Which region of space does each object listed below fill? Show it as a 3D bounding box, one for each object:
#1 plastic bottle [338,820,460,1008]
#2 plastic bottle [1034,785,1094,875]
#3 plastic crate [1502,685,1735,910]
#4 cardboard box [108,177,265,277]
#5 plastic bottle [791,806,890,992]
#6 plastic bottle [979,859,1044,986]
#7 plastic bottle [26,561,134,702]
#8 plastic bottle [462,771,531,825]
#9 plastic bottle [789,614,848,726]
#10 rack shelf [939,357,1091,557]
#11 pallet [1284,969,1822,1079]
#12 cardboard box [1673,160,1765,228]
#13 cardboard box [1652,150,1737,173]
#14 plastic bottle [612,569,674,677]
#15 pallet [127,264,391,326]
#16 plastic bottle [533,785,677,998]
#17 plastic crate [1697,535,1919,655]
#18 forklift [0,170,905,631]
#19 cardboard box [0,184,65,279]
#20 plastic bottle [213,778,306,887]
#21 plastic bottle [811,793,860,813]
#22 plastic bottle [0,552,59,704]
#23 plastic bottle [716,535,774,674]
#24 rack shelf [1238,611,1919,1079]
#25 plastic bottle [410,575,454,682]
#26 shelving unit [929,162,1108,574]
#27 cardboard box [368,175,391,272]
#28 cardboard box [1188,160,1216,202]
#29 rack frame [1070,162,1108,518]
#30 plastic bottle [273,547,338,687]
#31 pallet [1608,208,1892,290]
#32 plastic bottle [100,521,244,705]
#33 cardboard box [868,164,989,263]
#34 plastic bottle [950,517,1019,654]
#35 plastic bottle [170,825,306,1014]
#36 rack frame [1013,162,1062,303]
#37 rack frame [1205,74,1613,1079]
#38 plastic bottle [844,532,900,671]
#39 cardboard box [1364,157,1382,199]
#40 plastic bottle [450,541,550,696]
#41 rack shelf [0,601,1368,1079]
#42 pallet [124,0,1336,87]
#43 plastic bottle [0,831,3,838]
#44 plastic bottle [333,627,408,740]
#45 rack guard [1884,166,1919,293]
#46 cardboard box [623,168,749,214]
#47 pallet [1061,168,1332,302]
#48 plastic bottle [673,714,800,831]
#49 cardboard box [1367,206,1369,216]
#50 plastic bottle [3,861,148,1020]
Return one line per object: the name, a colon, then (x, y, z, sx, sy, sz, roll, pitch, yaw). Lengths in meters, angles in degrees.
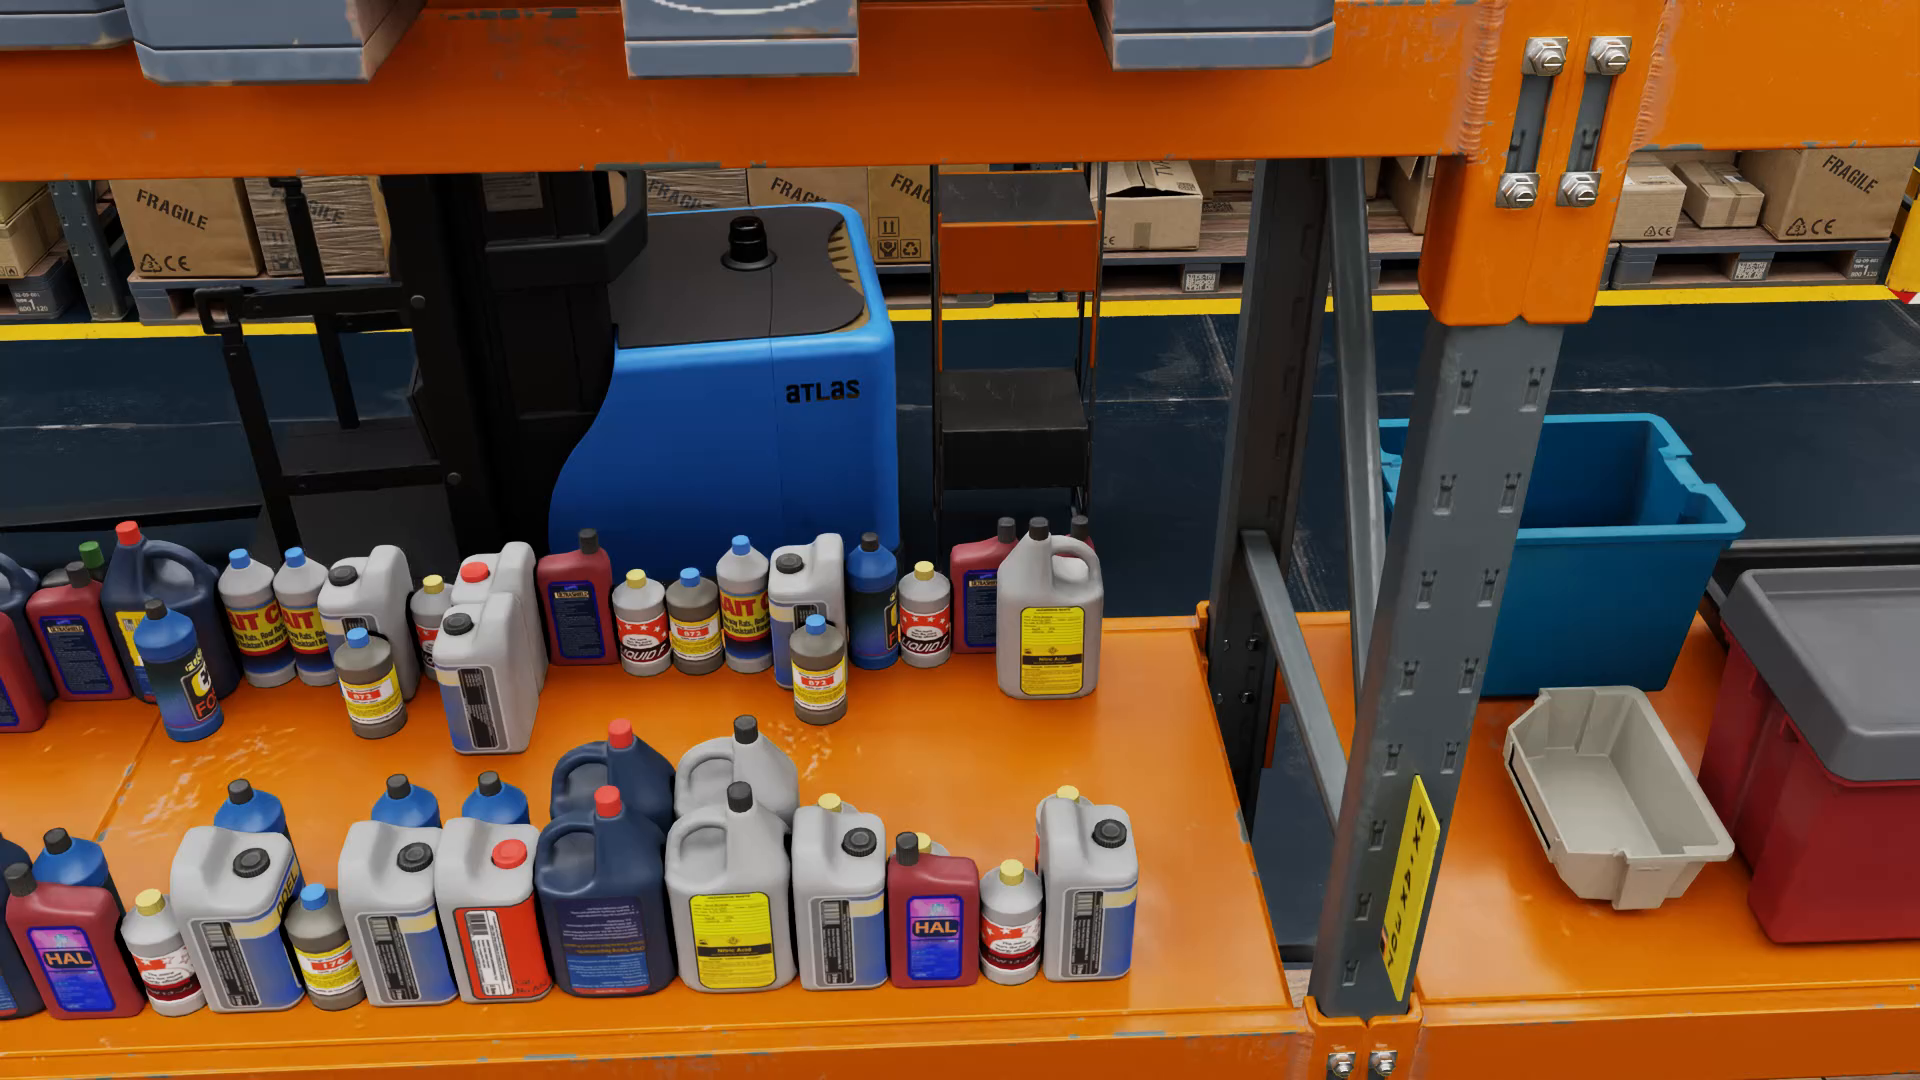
plastic bottle: (-0.813, 0.538, 2.446, 0.135, 0.276, 0.152, -2, 35, -2)
plastic bottle: (0.166, 0.471, 2.608, 0.097, 0.201, 0.097, 0, 35, 0)
plastic crate: (1.040, 0.418, 2.690, 0.243, 0.136, 0.396, -2, 35, -2)
cardboard box: (-3.190, -1.446, 7.013, 0.500, 0.500, 0.500, 0, 35, 0)
plastic bottle: (-0.175, 0.520, 2.471, 0.135, 0.276, 0.152, -2, 35, -2)
plastic bottle: (0.076, 0.560, 2.480, 0.097, 0.201, 0.097, 0, 35, 0)
plastic bottle: (-1.581, 0.163, 2.981, 0.133, 0.283, 0.061, -2, 35, -2)
plastic bottle: (-0.703, 0.466, 2.555, 0.097, 0.271, 0.097, 0, 35, 0)
plastic bottle: (-0.253, 0.223, 2.966, 0.097, 0.201, 0.097, 0, 35, 0)
rack shelf: (0.165, -0.281, 5.565, 0.480, 0.518, 0.431, -2, 35, -2)
pallet: (1.301, 1.370, 3.585, 1.213, 0.211, 1.003, -2, 35, -2)
cardboard box: (3.393, -1.560, 7.471, 0.250, 0.166, 0.380, -2, 35, -2)
cardboard box: (3.277, -1.842, 7.805, 0.500, 0.250, 0.500, -2, 35, -2)
plastic bottle: (-0.589, 0.145, 3.078, 0.097, 0.201, 0.097, 0, 35, 0)
pallet: (-2.910, -1.295, 7.435, 1.213, 0.211, 1.003, -2, 35, -2)
plastic bottle: (-0.519, 0.501, 2.433, 0.185, 0.351, 0.144, -2, 35, -2)
plastic crate: (1.674, 0.171, 3.056, 0.590, 0.125, 0.437, -2, 35, -2)
forklift: (-1.739, -1.043, 4.681, 3.031, 2.935, 1.130, -5, 35, -8)
cardboard box: (-4.172, -1.332, 7.086, 0.500, 0.250, 0.500, -1, 35, -1)
plastic bottle: (-1.069, 0.475, 2.540, 0.097, 0.271, 0.097, 0, 35, 0)
plastic bottle: (-0.199, 0.481, 2.594, 0.097, 0.201, 0.097, 0, 35, 0)
plastic bottle: (-1.741, 0.128, 2.972, 0.185, 0.351, 0.144, -2, 35, -2)
plastic bottle: (-0.395, 0.111, 3.066, 0.097, 0.271, 0.097, 0, 35, 0)
rack shelf: (2.566, 0.507, 3.013, 4.000, 0.370, 1.077, -2, 35, -2)
plastic bottle: (-0.954, 0.155, 3.064, 0.097, 0.201, 0.097, 0, 35, 0)
shelving unit: (0.165, -0.868, 5.159, 0.503, 2.100, 0.431, -2, 35, -2)
cardboard box: (-2.166, -1.474, 7.053, 0.500, 0.500, 0.500, -2, 35, -3)
cardboard box: (0.893, -1.880, 7.641, 0.500, 0.500, 0.500, -2, 35, -2)
rack frame: (0.409, -0.874, 5.168, 0.015, 2.100, 0.400, -2, 35, -2)
plastic bottle: (-1.186, 0.133, 3.035, 0.097, 0.271, 0.097, 0, 35, 0)
pallet: (3.461, -1.487, 7.714, 1.213, 0.211, 1.003, -2, 35, -2)
plastic bottle: (-1.423, 0.120, 2.984, 0.185, 0.351, 0.144, -2, 35, -2)
cardboard box: (-0.142, -1.527, 7.131, 0.500, 0.500, 0.500, -2, 35, -2)
plastic bottle: (0.049, 0.084, 3.095, 0.133, 0.283, 0.061, -2, 35, -2)
plastic bottle: (-1.045, 0.544, 2.437, 0.135, 0.276, 0.152, -2, 35, -2)
rack frame: (0.338, -2.551, 6.800, 0.127, 3.000, 1.000, -2, 35, -2)
rack frame: (0.568, 0.265, 2.731, 0.127, 3.000, 1.000, -2, 35, -2)
plastic bottle: (-0.163, 0.105, 3.075, 0.097, 0.271, 0.097, 0, 35, 0)
cardboard box: (1.643, -1.823, 7.724, 0.500, 0.311, 0.500, -2, 35, -2)
plastic bottle: (-0.837, 0.137, 3.025, 0.135, 0.276, 0.152, -2, 35, -2)
rack shelf: (-1.429, 0.615, 2.858, 4.000, 0.370, 1.077, -2, 35, -2)
pallet: (-0.210, -0.814, 1.820, 1.003, 0.211, 1.213, -2, 35, -2)
plastic bottle: (-1.576, 0.443, 2.517, 0.185, 0.351, 0.144, -2, 35, -2)
plastic bottle: (-1.044, 0.244, 2.936, 0.097, 0.201, 0.097, 0, 35, 0)
rack guard: (4.257, -1.628, 7.664, 0.348, 0.500, 1.175, -2, 35, -2)
cardboard box: (-1.137, -1.506, 7.100, 0.500, 0.500, 0.500, -1, 35, -2)
pallet: (1.024, -1.422, 7.619, 1.213, 0.211, 1.003, -2, 35, -2)
plastic bottle: (-0.341, 0.414, 2.559, 0.185, 0.351, 0.144, -2, 35, -2)
cardboard box: (1.631, -1.484, 7.361, 0.250, 0.166, 0.380, -2, 35, -2)
plastic bottle: (-1.274, 0.573, 2.389, 0.133, 0.283, 0.061, -2, 35, -2)
